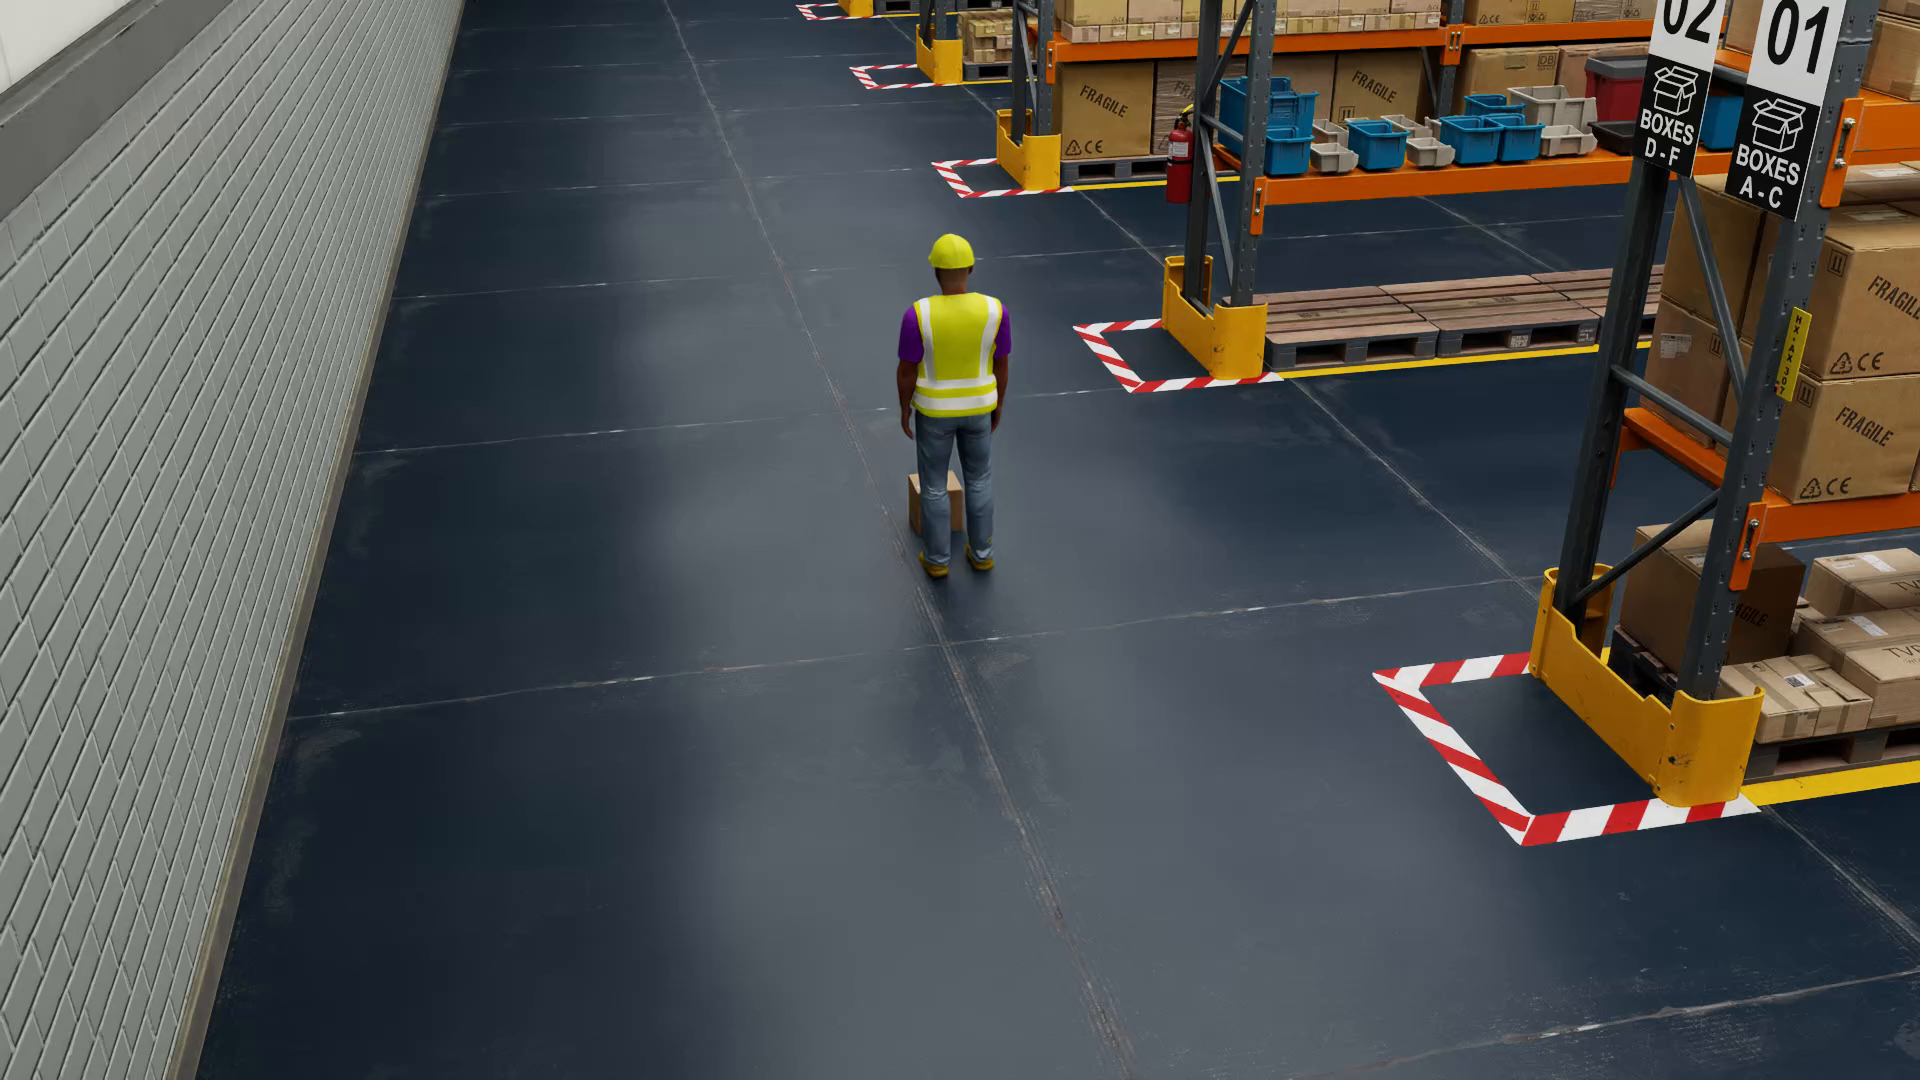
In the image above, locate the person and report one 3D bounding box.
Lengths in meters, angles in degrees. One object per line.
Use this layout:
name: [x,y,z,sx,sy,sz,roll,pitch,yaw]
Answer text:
person: [-0.038,-0.658,8.292,0.565,1.773,0.369,-5,27,-10]
